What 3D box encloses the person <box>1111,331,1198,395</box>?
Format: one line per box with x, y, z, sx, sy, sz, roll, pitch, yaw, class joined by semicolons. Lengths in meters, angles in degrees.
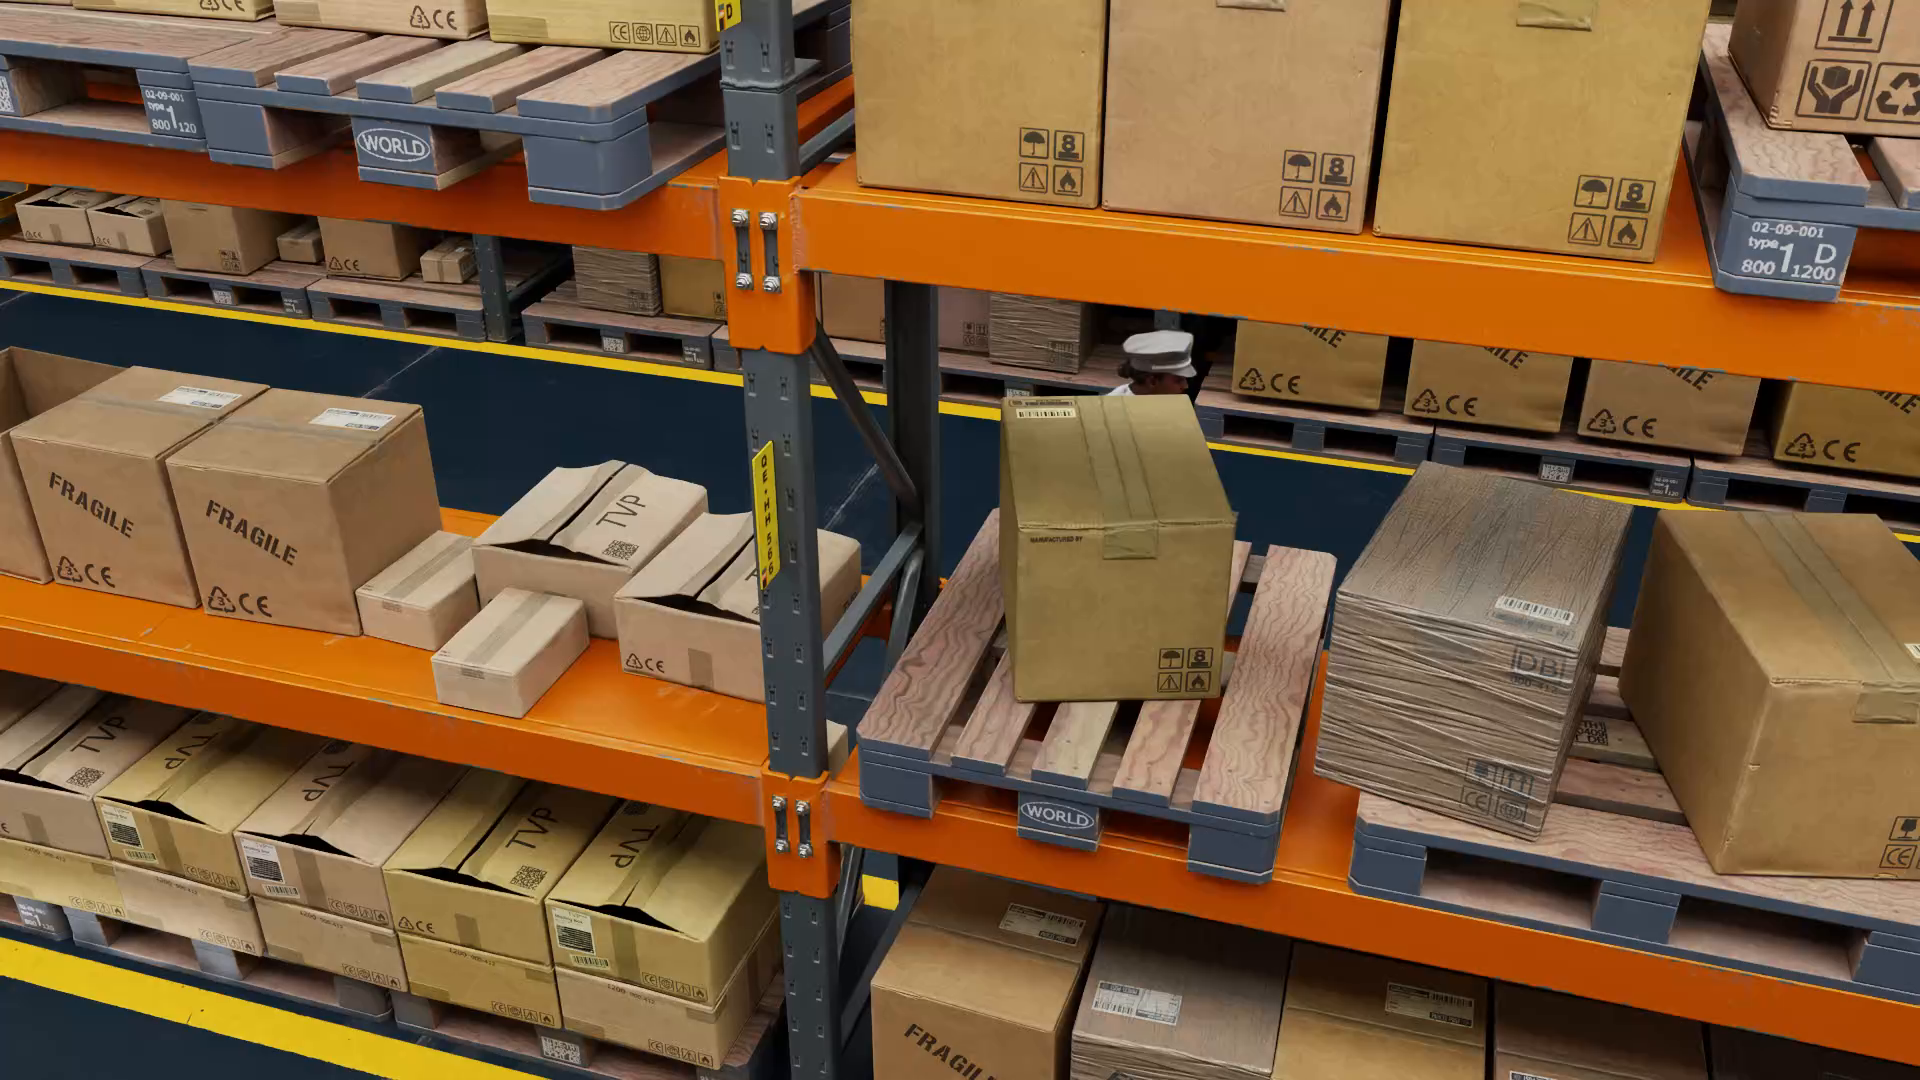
0.620;0.026;6.080;0.393;1.660;0.506;9;31;15;person
